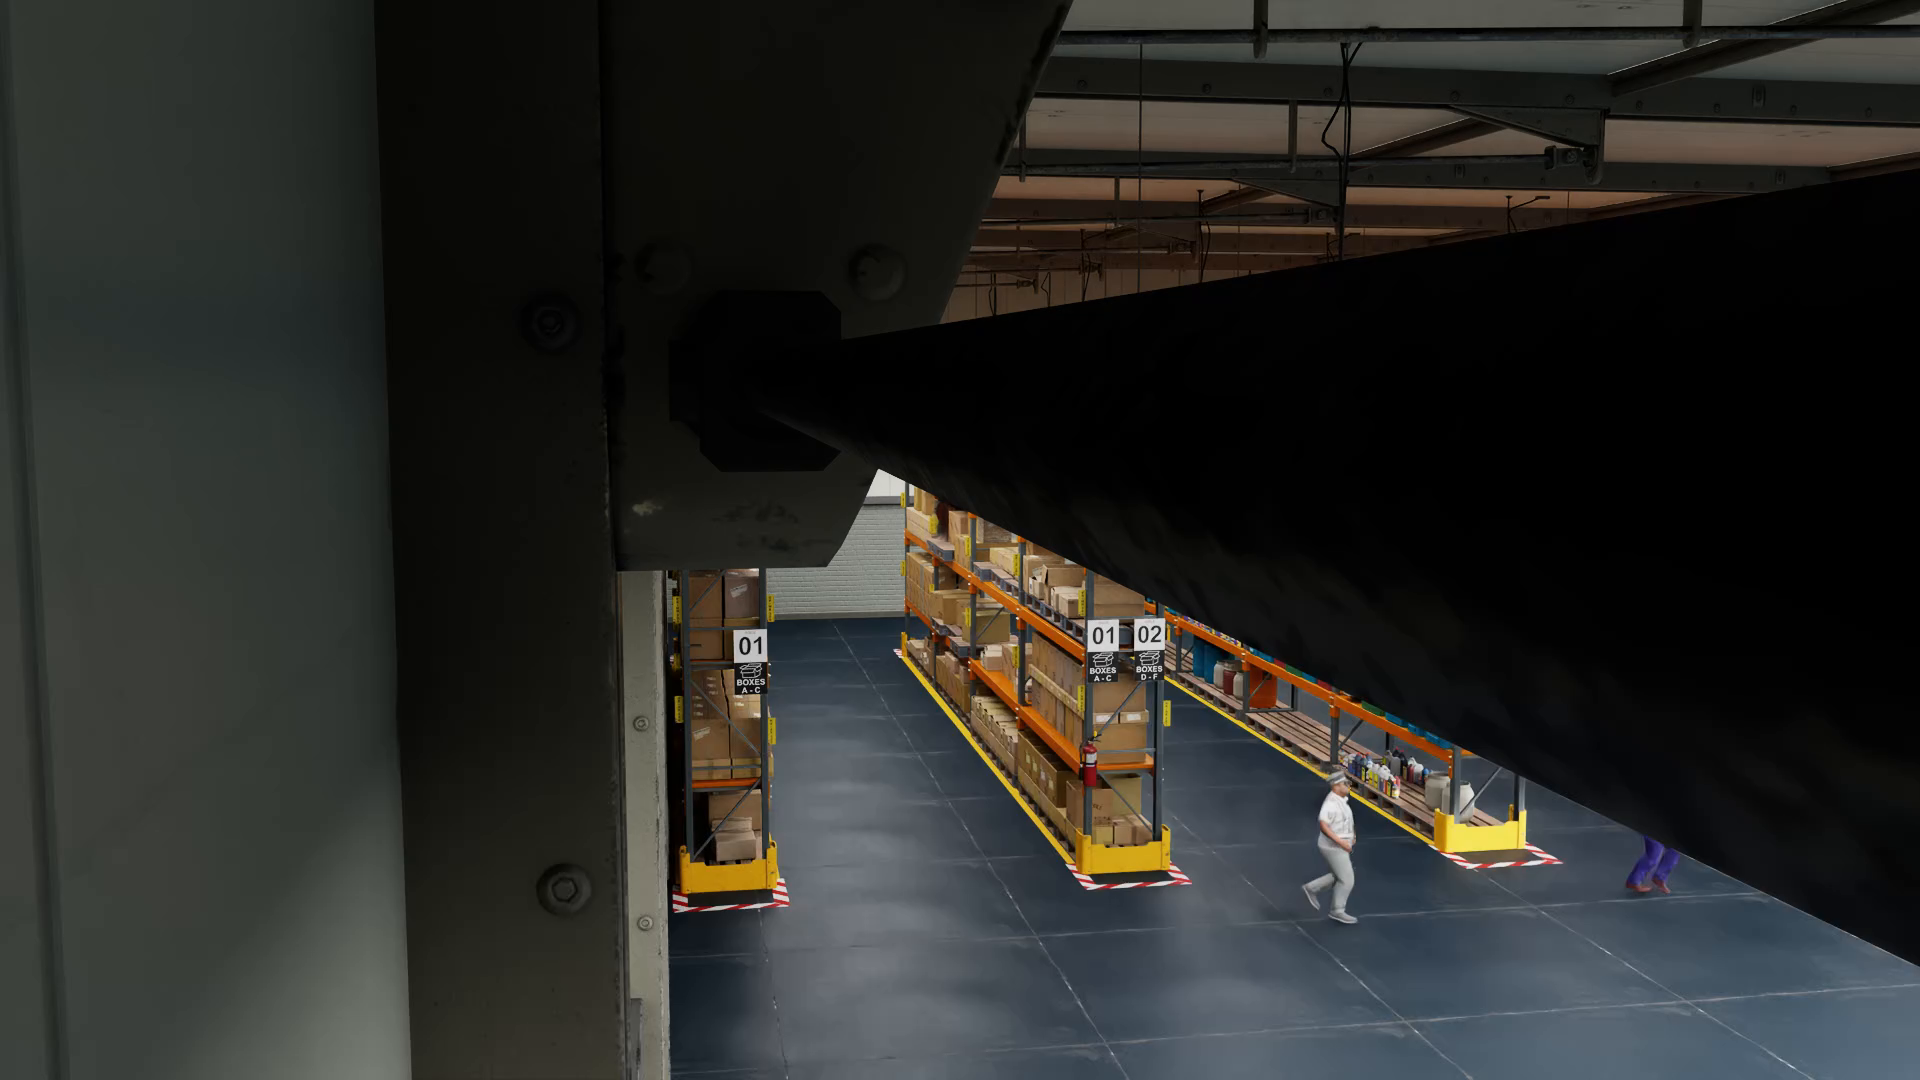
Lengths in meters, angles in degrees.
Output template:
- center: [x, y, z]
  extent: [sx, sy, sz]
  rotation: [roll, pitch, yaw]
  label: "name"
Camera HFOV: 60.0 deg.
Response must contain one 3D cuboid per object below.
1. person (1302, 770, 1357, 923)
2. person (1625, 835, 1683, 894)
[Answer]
- center: [4.255, 3.495, 19.058]
  extent: [0.628, 1.762, 0.677]
  rotation: [2, 6, 19]
  label: "person"
- center: [8.375, 3.464, 19.922]
  extent: [0.708, 1.677, 0.589]
  rotation: [2, 6, 20]
  label: "person"
